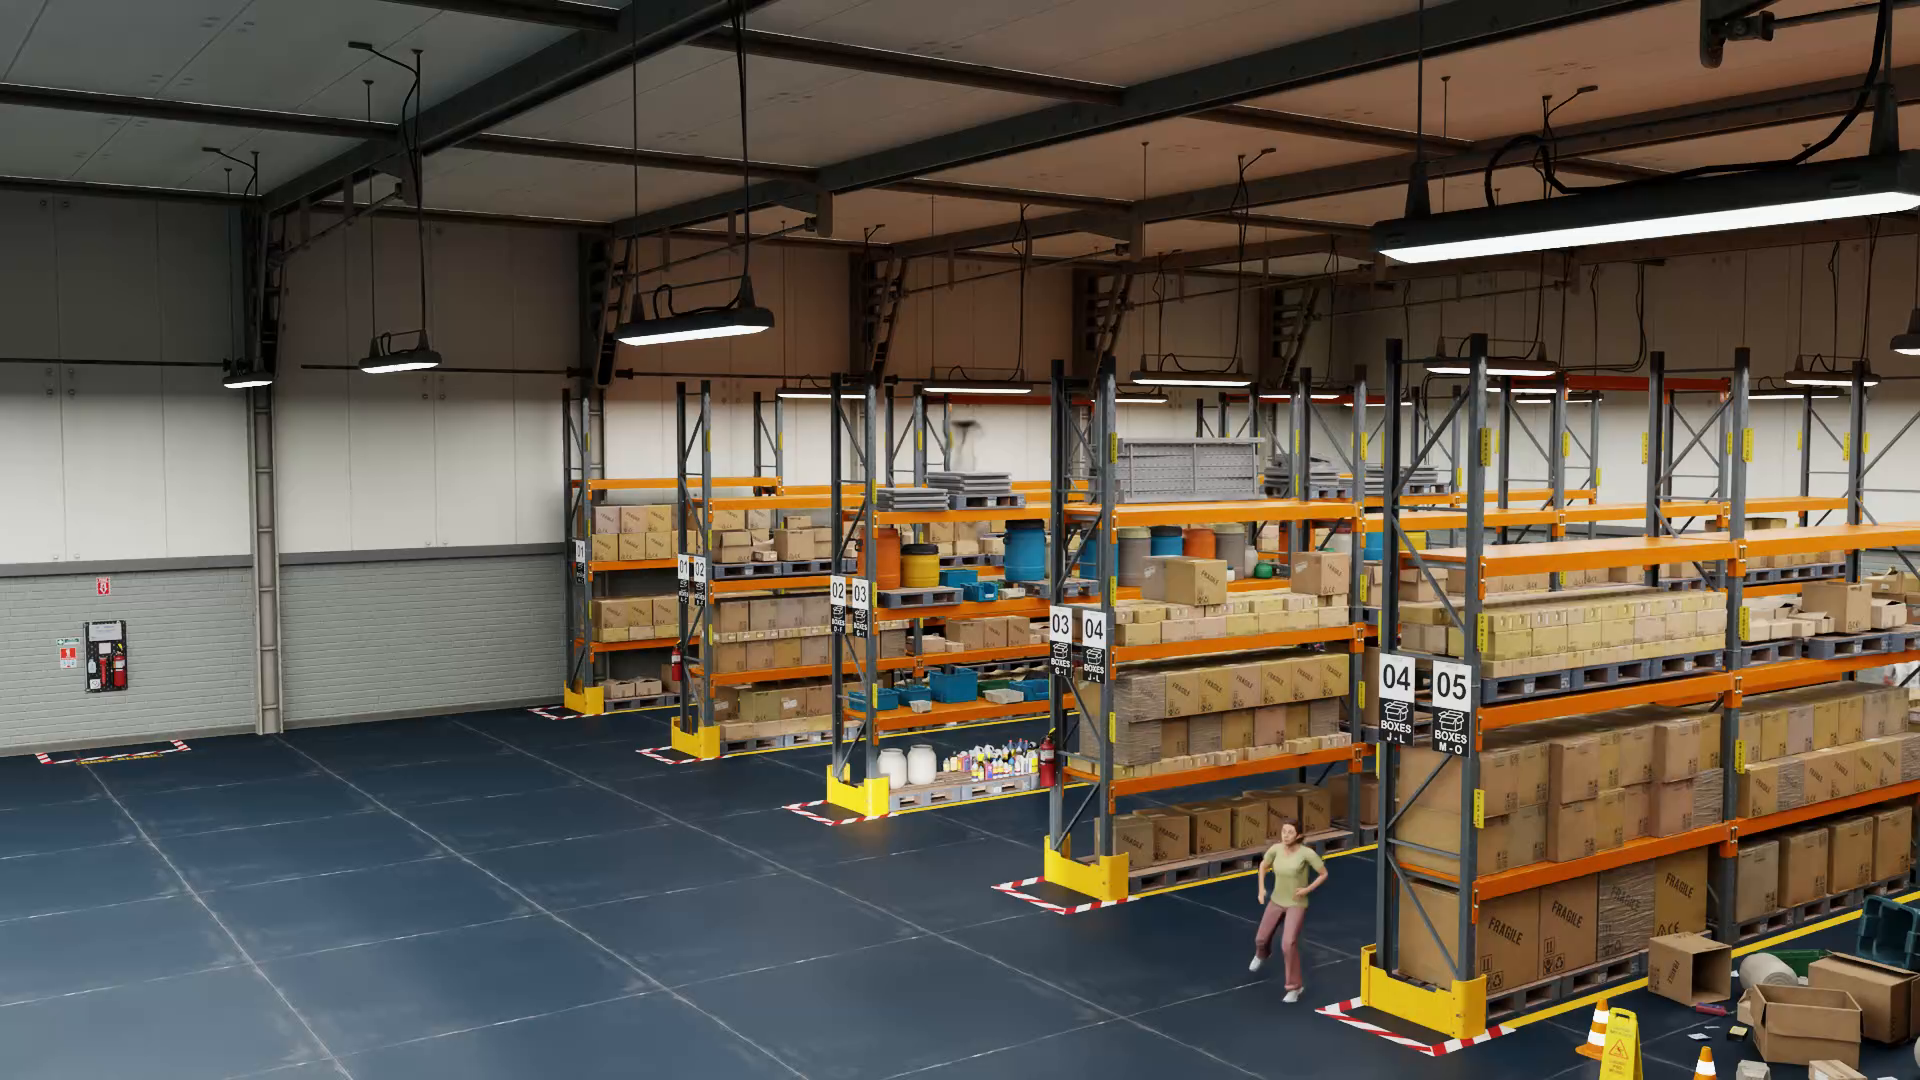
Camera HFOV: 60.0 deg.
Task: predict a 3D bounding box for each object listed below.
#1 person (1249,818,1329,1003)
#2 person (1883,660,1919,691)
[{"bbox_3d":[3.016,3.383,15.411,0.792,1.667,0.676,2,4,31],"label":"person"},{"bbox_3d":[15.595,2.543,27.389,0.677,1.721,0.560,1,4,13],"label":"person"}]
